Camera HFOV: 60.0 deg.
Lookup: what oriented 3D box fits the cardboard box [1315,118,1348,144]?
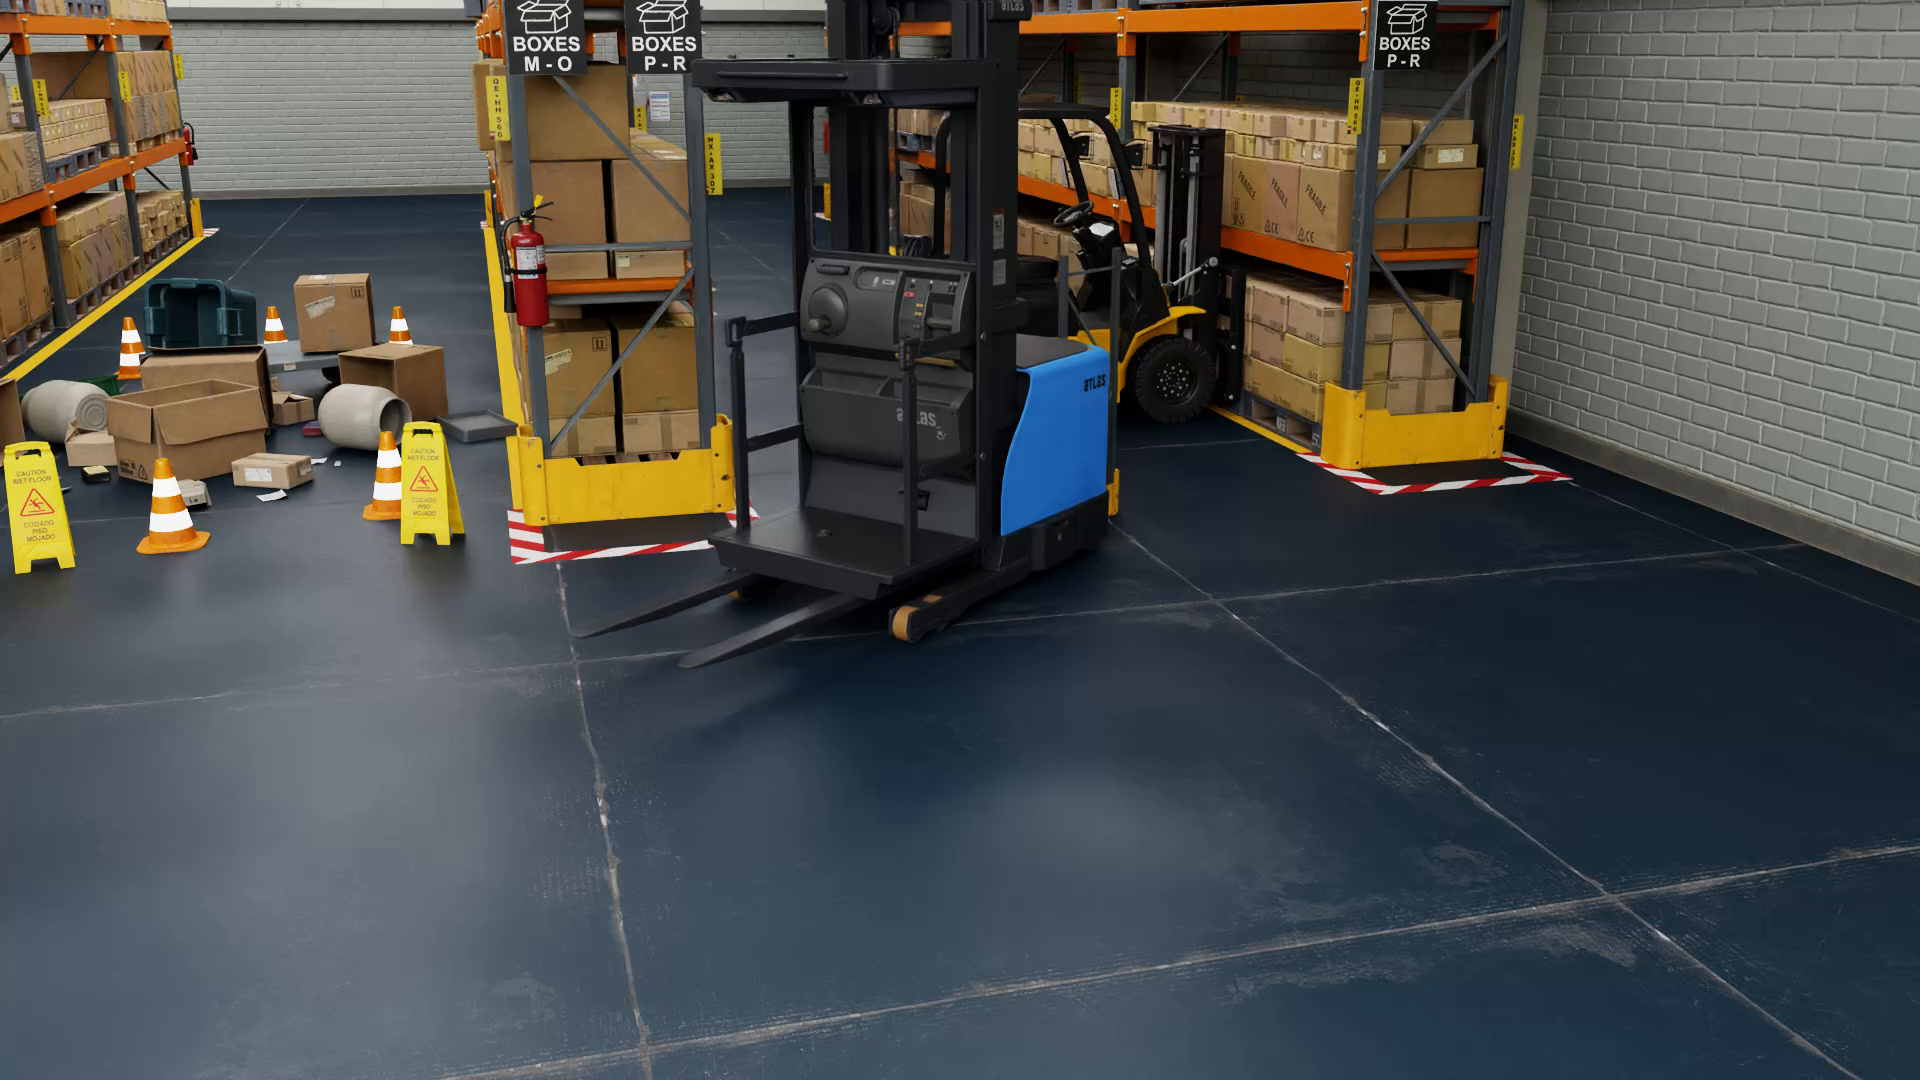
[{"bbox_3d":[2.506,-2.624,10.656,0.380,0.149,0.250,-5,17,-15],"label":"cardboard box"}]

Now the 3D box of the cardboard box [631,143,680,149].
[{"bbox_3d":[-2.017,-2.209,10.400,0.500,0.500,0.500,-5,17,-16],"label":"cardboard box"}]

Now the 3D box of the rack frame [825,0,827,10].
[{"bbox_3d":[-1.493,-9.274,24.183,1.000,3.000,0.127,-5,17,-15],"label":"rack frame"}]

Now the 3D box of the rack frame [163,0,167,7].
[{"bbox_3d":[-10.996,-8.461,21.478,1.000,3.000,0.127,-5,17,-15],"label":"rack frame"}]

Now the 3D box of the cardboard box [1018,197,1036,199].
[{"bbox_3d":[0.670,-3.809,18.907,0.380,0.149,0.250,-4,17,-15],"label":"cardboard box"}]

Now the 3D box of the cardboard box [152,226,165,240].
[{"bbox_3d":[-10.083,-3.799,20.611,0.380,0.149,0.250,-5,17,-17],"label":"cardboard box"}]

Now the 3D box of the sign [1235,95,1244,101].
[{"bbox_3d":[2.338,-3.578,14.008,0.100,0.325,0.005,-5,17,-15],"label":"sign"}]

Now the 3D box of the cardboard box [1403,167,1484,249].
[{"bbox_3d":[3.035,-2.182,10.828,0.500,0.500,0.500,-4,17,-13],"label":"cardboard box"}]

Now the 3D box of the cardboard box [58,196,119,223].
[{"bbox_3d":[-9.320,-3.515,17.752,0.500,0.250,0.500,-4,17,-13],"label":"cardboard box"}]

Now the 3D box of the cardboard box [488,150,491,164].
[{"bbox_3d":[-4.900,-4.261,18.185,0.500,0.250,0.500,-5,17,-16],"label":"cardboard box"}]

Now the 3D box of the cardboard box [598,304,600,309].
[{"bbox_3d":[-2.263,-1.507,11.502,0.500,0.500,0.500,-4,17,-12],"label":"cardboard box"}]

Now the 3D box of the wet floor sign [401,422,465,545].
[{"bbox_3d":[-2.844,-0.317,8.885,0.267,0.644,0.232,1,17,4],"label":"wet floor sign"}]

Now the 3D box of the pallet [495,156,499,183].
[{"bbox_3d":[-3.767,-3.514,15.769,1.213,0.211,1.003,-5,17,-15],"label":"pallet"}]

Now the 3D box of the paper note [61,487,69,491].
[{"bbox_3d":[-5.386,-0.296,9.887,0.144,0.017,0.142,1,17,4],"label":"paper note"}]

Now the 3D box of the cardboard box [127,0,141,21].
[{"bbox_3d":[-10.041,-6.279,19.687,0.500,0.250,0.500,-4,17,-13],"label":"cardboard box"}]

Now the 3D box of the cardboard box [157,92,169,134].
[{"bbox_3d":[-10.340,-5.392,20.997,0.500,0.500,0.500,-5,17,-15],"label":"cardboard box"}]

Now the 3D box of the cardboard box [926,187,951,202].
[{"bbox_3d":[-0.197,-4.201,20.212,0.380,0.149,0.250,-5,17,-15],"label":"cardboard box"}]

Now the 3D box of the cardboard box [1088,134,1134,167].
[{"bbox_3d":[1.424,-3.365,14.331,0.500,0.250,0.500,-5,17,-16],"label":"cardboard box"}]

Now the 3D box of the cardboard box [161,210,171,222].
[{"bbox_3d":[-10.225,-4.085,21.044,0.380,0.149,0.250,-4,17,-12],"label":"cardboard box"}]

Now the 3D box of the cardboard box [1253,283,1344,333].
[{"bbox_3d":[2.332,-1.582,11.315,0.500,0.250,0.500,-4,17,-14],"label":"cardboard box"}]

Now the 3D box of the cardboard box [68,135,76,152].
[{"bbox_3d":[-9.093,-3.962,16.635,0.380,0.149,0.250,-4,17,-15],"label":"cardboard box"}]

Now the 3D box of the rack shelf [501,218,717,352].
[{"bbox_3d":[-2.417,-1.790,10.948,1.077,0.370,4.000,-5,17,-15],"label":"rack shelf"}]

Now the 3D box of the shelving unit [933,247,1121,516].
[{"bbox_3d":[0.313,-0.918,9.401,1.083,1.500,0.587,15,22,40],"label":"shelving unit"}]

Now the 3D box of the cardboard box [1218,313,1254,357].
[{"bbox_3d":[2.181,-1.489,11.877,0.500,0.250,0.500,-5,17,-17],"label":"cardboard box"}]

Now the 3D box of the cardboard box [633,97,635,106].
[{"bbox_3d":[-2.820,-3.232,13.076,0.500,0.500,0.500,-4,17,-14],"label":"cardboard box"}]

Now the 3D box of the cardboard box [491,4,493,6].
[{"bbox_3d":[-3.101,-3.822,11.683,0.380,0.149,0.250,-5,17,-15],"label":"cardboard box"}]

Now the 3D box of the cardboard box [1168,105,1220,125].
[{"bbox_3d":[1.817,-3.256,12.760,0.380,0.149,0.250,-4,17,-14],"label":"cardboard box"}]

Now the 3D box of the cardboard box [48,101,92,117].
[{"bbox_3d":[-9.382,-4.533,17.502,0.380,0.149,0.250,-5,17,-15],"label":"cardboard box"}]

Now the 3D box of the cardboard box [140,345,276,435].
[{"bbox_3d":[-5.049,-0.995,11.153,0.797,0.637,0.503,-5,17,-15],"label":"cardboard box"}]

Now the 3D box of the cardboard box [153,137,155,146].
[{"bbox_3d":[-10.365,-5.036,20.942,0.380,0.149,0.250,-5,18,-18],"label":"cardboard box"}]

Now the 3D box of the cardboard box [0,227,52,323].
[{"bbox_3d":[-8.716,-2.323,14.653,1.050,0.750,0.750,-5,17,-16],"label":"cardboard box"}]

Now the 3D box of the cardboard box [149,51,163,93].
[{"bbox_3d":[-10.340,-5.867,20.841,0.500,0.500,0.500,-4,17,-12],"label":"cardboard box"}]

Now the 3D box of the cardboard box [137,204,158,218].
[{"bbox_3d":[-10.013,-4.008,20.272,0.380,0.149,0.250,-4,17,-14],"label":"cardboard box"}]

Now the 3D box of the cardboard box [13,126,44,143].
[{"bbox_3d":[-8.737,-3.748,15.405,0.380,0.149,0.250,-4,17,-13],"label":"cardboard box"}]

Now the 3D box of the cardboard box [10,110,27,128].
[{"bbox_3d":[-8.739,-3.885,15.345,0.380,0.149,0.250,-5,17,-15],"label":"cardboard box"}]

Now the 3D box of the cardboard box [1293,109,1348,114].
[{"bbox_3d":[2.620,-3.016,11.960,0.380,0.149,0.250,-5,17,-15],"label":"cardboard box"}]

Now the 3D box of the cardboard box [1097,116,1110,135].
[{"bbox_3d":[1.409,-3.587,14.378,0.380,0.149,0.250,-5,17,-16],"label":"cardboard box"}]

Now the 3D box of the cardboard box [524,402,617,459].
[{"bbox_3d":[-2.355,-0.675,10.034,0.500,0.250,0.500,-5,17,-16],"label":"cardboard box"}]

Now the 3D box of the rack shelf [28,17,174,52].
[{"bbox_3d":[-10.446,-6.127,20.171,1.077,0.370,4.000,-5,17,-15],"label":"rack shelf"}]

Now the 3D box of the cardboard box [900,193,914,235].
[{"bbox_3d":[-0.477,-4.147,21.157,0.500,0.500,0.500,-4,17,-13],"label":"cardboard box"}]

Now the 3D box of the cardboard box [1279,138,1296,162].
[{"bbox_3d":[2.371,-2.622,11.164,0.380,0.149,0.250,-5,17,-16],"label":"cardboard box"}]

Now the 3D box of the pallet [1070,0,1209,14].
[{"bbox_3d":[1.550,-4.669,14.401,0.805,0.209,1.217,-5,18,-17],"label":"pallet"}]

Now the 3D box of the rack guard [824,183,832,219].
[{"bbox_3d":[-1.472,-5.182,25.336,1.175,0.500,0.348,-5,17,-15],"label":"rack guard"}]

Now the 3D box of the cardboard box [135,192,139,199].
[{"bbox_3d":[-10.987,-4.470,21.811,0.380,0.149,0.250,-4,17,-14],"label":"cardboard box"}]

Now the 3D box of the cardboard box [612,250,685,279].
[{"bbox_3d":[-1.761,-1.571,9.406,0.380,0.149,0.250,-5,17,-15],"label":"cardboard box"}]

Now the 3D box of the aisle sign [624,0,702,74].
[{"bbox_3d":[-1.552,-2.834,8.653,0.394,0.787,0.004,-5,17,-15],"label":"aisle sign"}]

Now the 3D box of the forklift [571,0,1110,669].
[{"bbox_3d":[-0.472,-1.101,7.521,1.130,2.935,3.031,11,20,33],"label":"forklift"}]

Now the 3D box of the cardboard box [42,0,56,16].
[{"bbox_3d":[-8.843,-5.176,15.582,0.500,0.500,0.500,-5,17,-15],"label":"cardboard box"}]

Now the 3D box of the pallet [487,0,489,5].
[{"bbox_3d":[-3.034,-4.214,12.878,1.213,0.211,1.003,-5,17,-15],"label":"pallet"}]

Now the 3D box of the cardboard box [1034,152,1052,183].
[{"bbox_3d":[1.015,-3.549,15.813,0.500,0.250,0.500,-4,17,-13],"label":"cardboard box"}]

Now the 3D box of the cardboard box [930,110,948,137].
[{"bbox_3d":[0.079,-4.875,19.059,0.797,0.503,0.637,-5,17,-17],"label":"cardboard box"}]

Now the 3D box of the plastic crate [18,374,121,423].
[{"bbox_3d":[-6.391,-1.005,11.871,0.450,0.188,0.662,-6,15,16],"label":"plastic crate"}]

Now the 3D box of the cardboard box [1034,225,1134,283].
[{"bbox_3d":[1.236,-2.712,16.163,0.875,0.625,0.625,-5,18,-18],"label":"cardboard box"}]

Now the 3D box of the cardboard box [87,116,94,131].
[{"bbox_3d":[-9.379,-4.393,17.554,0.380,0.149,0.250,-5,18,-17],"label":"cardboard box"}]

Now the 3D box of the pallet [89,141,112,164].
[{"bbox_3d":[-9.826,-4.167,17.943,1.003,0.211,1.213,-5,17,-15],"label":"pallet"}]
